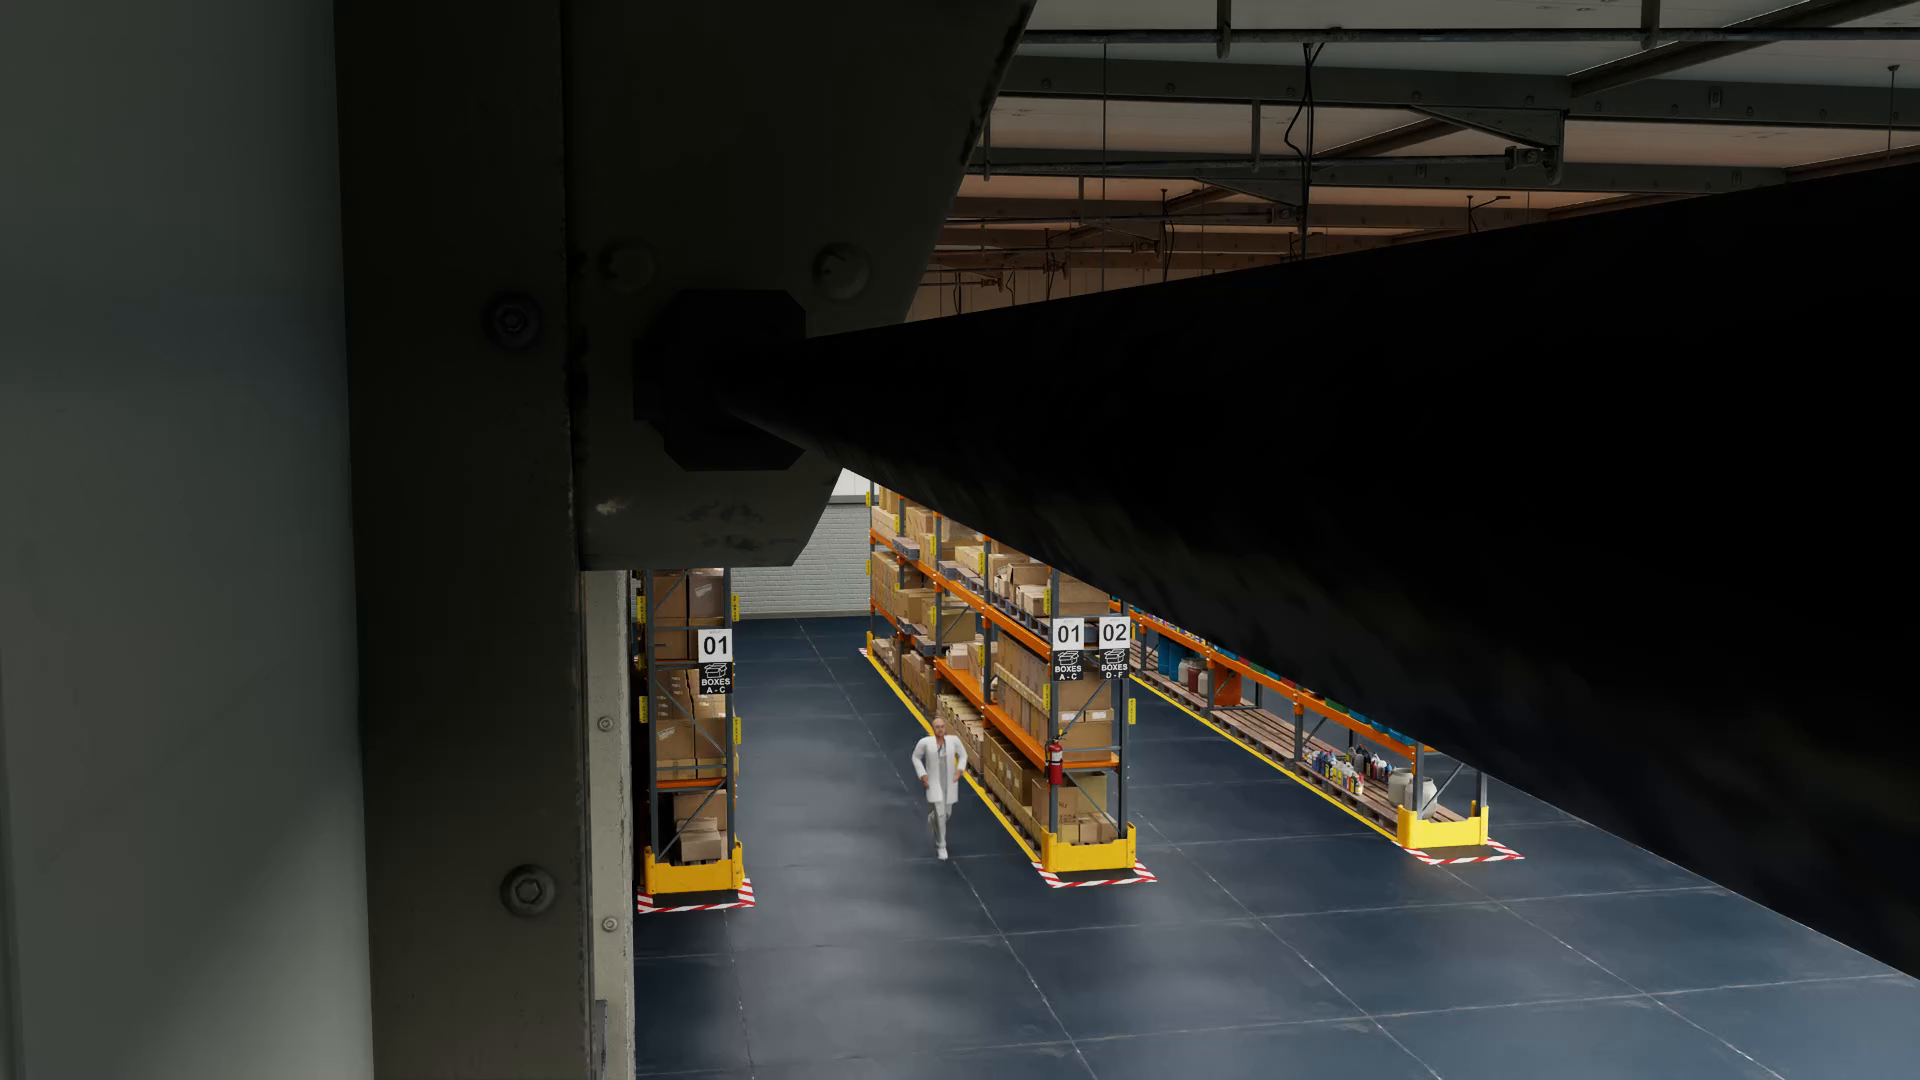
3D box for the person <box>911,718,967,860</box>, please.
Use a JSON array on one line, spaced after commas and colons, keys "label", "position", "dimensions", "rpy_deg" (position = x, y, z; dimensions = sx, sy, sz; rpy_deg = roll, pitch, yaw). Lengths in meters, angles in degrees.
[{"label": "person", "position": [-0.264, 3.196, 21.723], "dimensions": [0.733, 1.806, 0.853], "rpy_deg": [-2, 6, -14]}]
